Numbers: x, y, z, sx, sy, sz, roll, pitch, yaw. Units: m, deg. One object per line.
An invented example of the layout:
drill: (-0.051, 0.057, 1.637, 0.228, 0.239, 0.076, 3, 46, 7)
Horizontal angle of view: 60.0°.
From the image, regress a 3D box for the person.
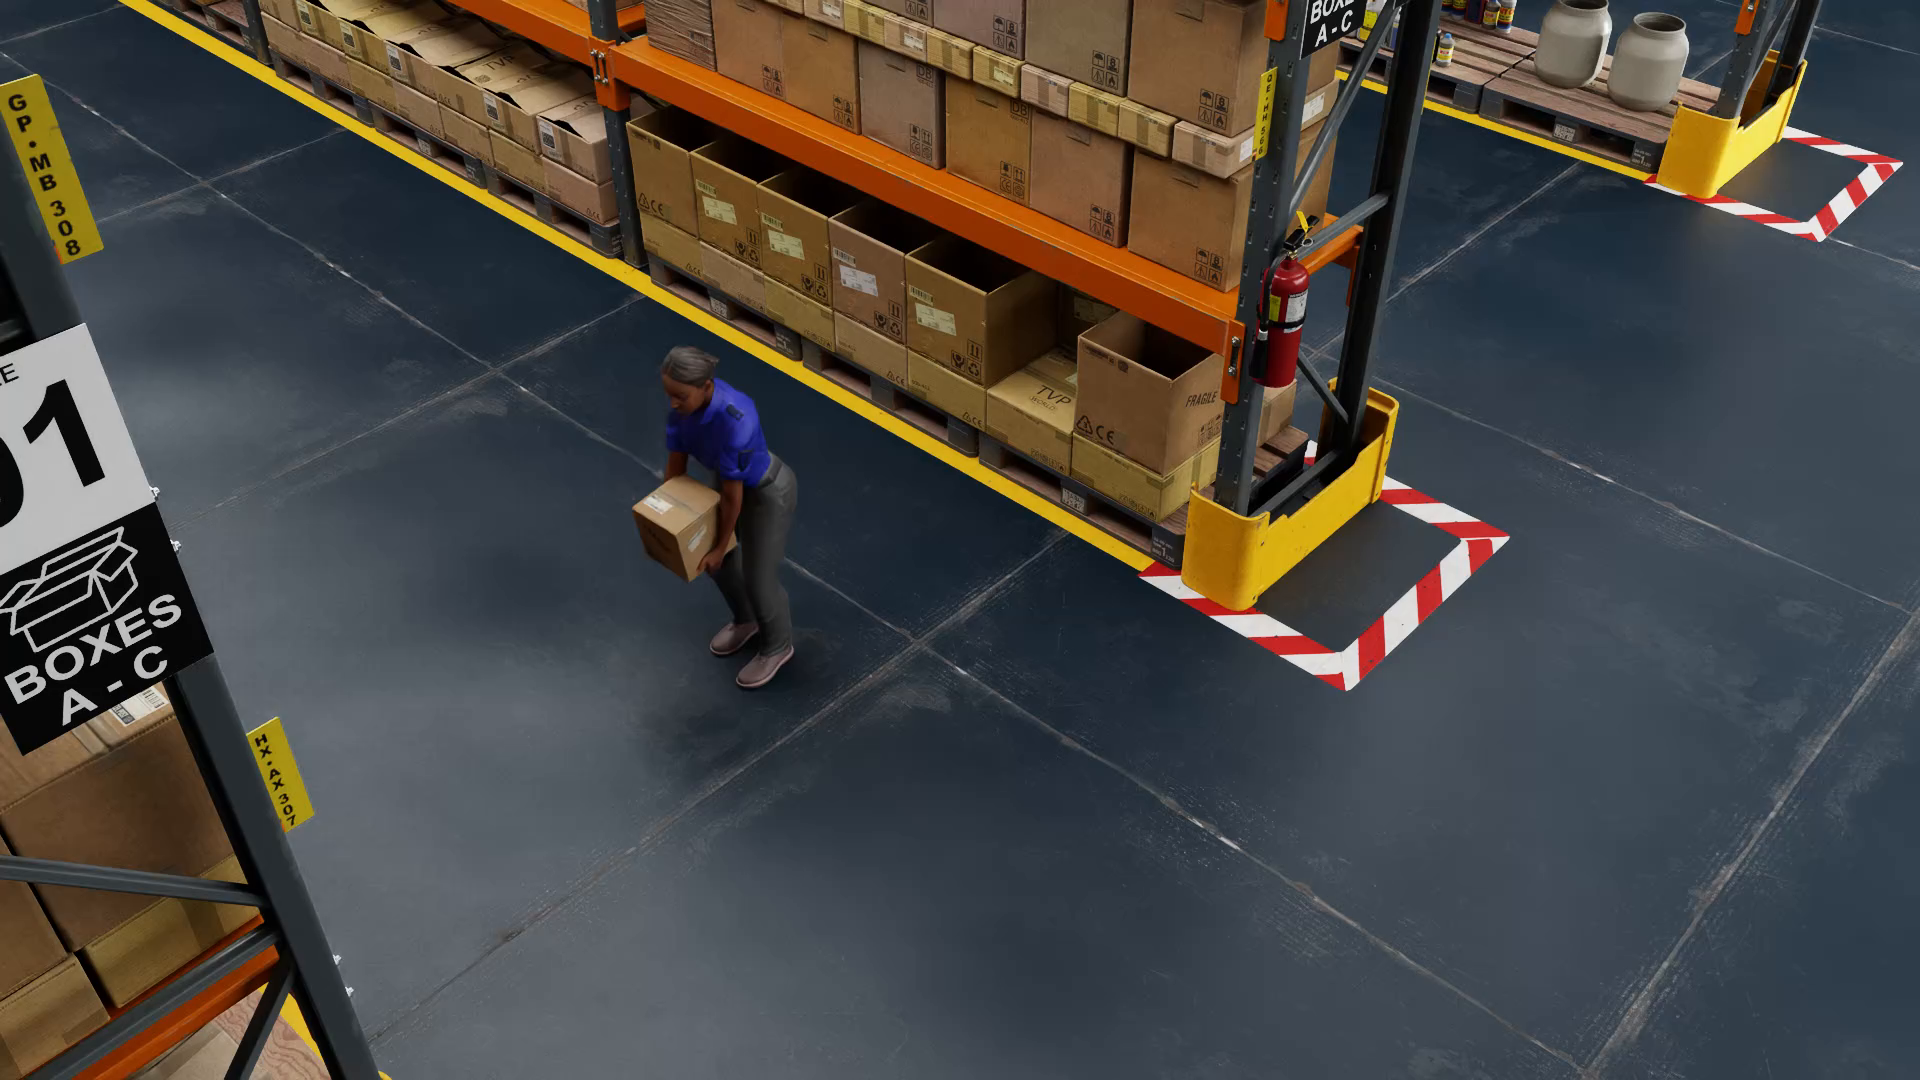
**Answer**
person: (-0.882, -0.111, 6.347, 0.413, 1.599, 0.560, 29, 48, 31)
